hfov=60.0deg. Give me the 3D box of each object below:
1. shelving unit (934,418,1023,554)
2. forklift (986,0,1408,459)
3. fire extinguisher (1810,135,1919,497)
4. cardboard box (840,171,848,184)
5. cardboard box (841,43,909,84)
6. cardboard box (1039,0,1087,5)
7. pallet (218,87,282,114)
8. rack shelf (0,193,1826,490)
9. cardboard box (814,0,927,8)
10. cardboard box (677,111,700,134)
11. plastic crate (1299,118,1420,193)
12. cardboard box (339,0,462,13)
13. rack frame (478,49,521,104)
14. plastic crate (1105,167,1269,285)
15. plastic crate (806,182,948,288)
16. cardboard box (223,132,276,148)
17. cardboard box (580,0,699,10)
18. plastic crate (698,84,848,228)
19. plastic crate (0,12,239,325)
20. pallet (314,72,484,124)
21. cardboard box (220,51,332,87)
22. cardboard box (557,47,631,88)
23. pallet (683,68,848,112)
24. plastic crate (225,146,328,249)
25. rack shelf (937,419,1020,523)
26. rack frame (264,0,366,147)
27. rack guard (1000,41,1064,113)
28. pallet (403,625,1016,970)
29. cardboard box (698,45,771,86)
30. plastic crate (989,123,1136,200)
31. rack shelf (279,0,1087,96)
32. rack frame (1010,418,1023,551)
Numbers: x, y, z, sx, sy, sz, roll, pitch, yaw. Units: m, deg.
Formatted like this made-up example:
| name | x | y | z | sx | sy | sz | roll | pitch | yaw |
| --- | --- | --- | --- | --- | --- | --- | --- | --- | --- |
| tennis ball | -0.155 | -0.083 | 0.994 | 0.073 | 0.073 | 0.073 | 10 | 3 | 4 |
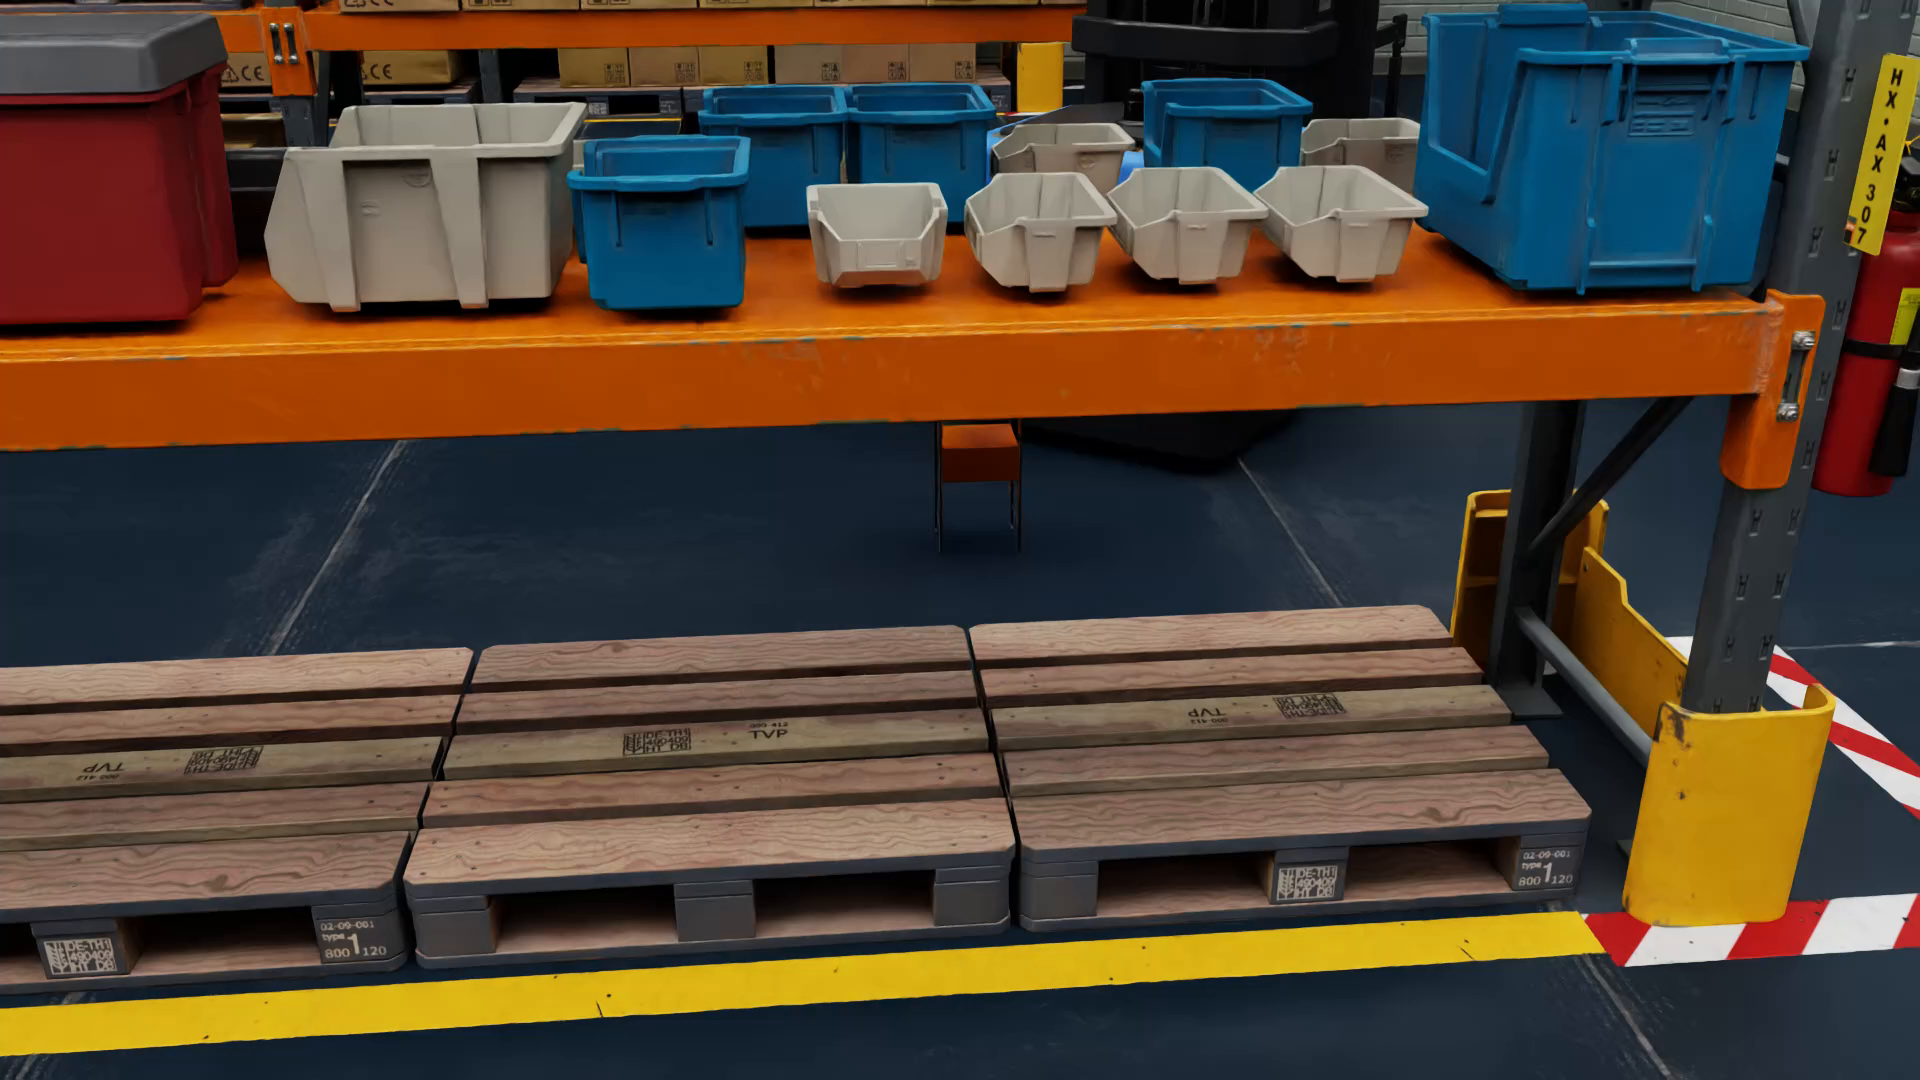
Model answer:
| name | x | y | z | sx | sy | sz | roll | pitch | yaw |
| --- | --- | --- | --- | --- | --- | --- | --- | --- | --- |
| shelving unit | 0.053 | -0.482 | 5.042 | 0.252 | 1.050 | 0.215 | -2 | 24 | -5 |
| forklift | 1.179 | -2.175 | 6.535 | 1.130 | 2.935 | 3.031 | 13 | 27 | 27 |
| fire extinguisher | 1.693 | -0.419 | 3.053 | 0.183 | 0.674 | 0.296 | -2 | 24 | -5 |
| cardboard box | -0.451 | -1.602 | 8.005 | 0.500 | 0.250 | 0.500 | -2 | 24 | -5 |
| cardboard box | -0.661 | -3.768 | 12.594 | 0.500 | 0.500 | 0.700 | -2 | 24 | -5 |
| cardboard box | 0.596 | -2.722 | 7.558 | 0.500 | 0.500 | 0.500 | -2 | 24 | -4 |
| pallet | -5.434 | -3.261 | 12.328 | 1.213 | 0.211 | 1.003 | -2 | 24 | -5 |
| rack shelf | -0.493 | -0.394 | 3.328 | 4.000 | 0.370 | 1.077 | -2 | 24 | -5 |
| cardboard box | -0.417 | -2.682 | 7.469 | 0.500 | 0.500 | 0.500 | -2 | 24 | -5 |
| cardboard box | -1.097 | -1.782 | 8.098 | 0.637 | 0.503 | 0.797 | -2 | 24 | -5 |
| plastic crate | 0.892 | -0.853 | 3.727 | 0.298 | 0.136 | 0.250 | -2 | 24 | -5 |
| cardboard box | -2.432 | -2.601 | 7.285 | 0.500 | 0.500 | 0.500 | -2 | 24 | -4 |
| rack frame | -3.457 | -4.647 | 12.012 | 0.127 | 3.000 | 1.000 | -2 | 24 | -5 |
| plastic crate | 0.414 | -0.598 | 3.152 | 0.243 | 0.136 | 0.396 | -2 | 24 | -5 |
| plastic crate | -0.153 | -0.557 | 3.062 | 0.250 | 0.136 | 0.298 | -2 | 24 | -5 |
| cardboard box | -3.429 | -1.568 | 7.621 | 0.500 | 0.500 | 0.500 | -2 | 24 | -5 |
| cardboard box | -1.425 | -2.641 | 7.377 | 0.500 | 0.500 | 0.500 | -2 | 24 | -5 |
| plastic crate | -0.389 | -0.812 | 3.515 | 0.300 | 0.233 | 0.416 | -2 | 24 | -5 |
| plastic crate | -1.570 | -0.633 | 2.829 | 0.583 | 0.464 | 0.402 | -2 | 24 | -5 |
| pallet | -4.217 | -3.311 | 12.440 | 1.213 | 0.211 | 1.003 | -2 | 24 | -5 |
| cardboard box | -4.975 | -3.741 | 12.104 | 0.750 | 0.750 | 0.750 | -2 | 24 | -4 |
| cardboard box | -2.702 | -3.685 | 12.408 | 0.500 | 0.500 | 0.700 | -2 | 24 | -4 |
| pallet | -1.475 | -3.421 | 12.688 | 1.213 | 0.211 | 1.003 | -2 | 24 | -5 |
| plastic crate | -1.395 | -0.697 | 3.391 | 0.590 | 0.125 | 0.437 | -2 | 24 | -5 |
| rack shelf | 0.053 | -0.218 | 5.159 | 0.240 | 0.259 | 0.215 | -2 | 24 | -5 |
| rack frame | -2.966 | -2.645 | 7.507 | 0.127 | 3.000 | 1.000 | -2 | 24 | -5 |
| rack guard | 0.548 | -3.665 | 12.881 | 0.348 | 0.500 | 1.175 | -2 | 24 | -5 |
| pallet | -0.538 | 0.537 | 3.783 | 1.213 | 0.211 | 1.003 | -2 | 24 | -5 |
| cardboard box | -1.691 | -3.723 | 12.494 | 0.500 | 0.500 | 0.700 | -2 | 24 | -4 |
| plastic crate | 0.217 | -0.826 | 3.666 | 0.298 | 0.136 | 0.250 | -2 | 24 | -5 |
| rack shelf | -0.976 | -2.396 | 7.833 | 4.000 | 0.370 | 1.077 | -2 | 24 | -5 |
| rack frame | 0.175 | -0.487 | 5.053 | 0.008 | 1.050 | 0.200 | -2 | 24 | -5 |
